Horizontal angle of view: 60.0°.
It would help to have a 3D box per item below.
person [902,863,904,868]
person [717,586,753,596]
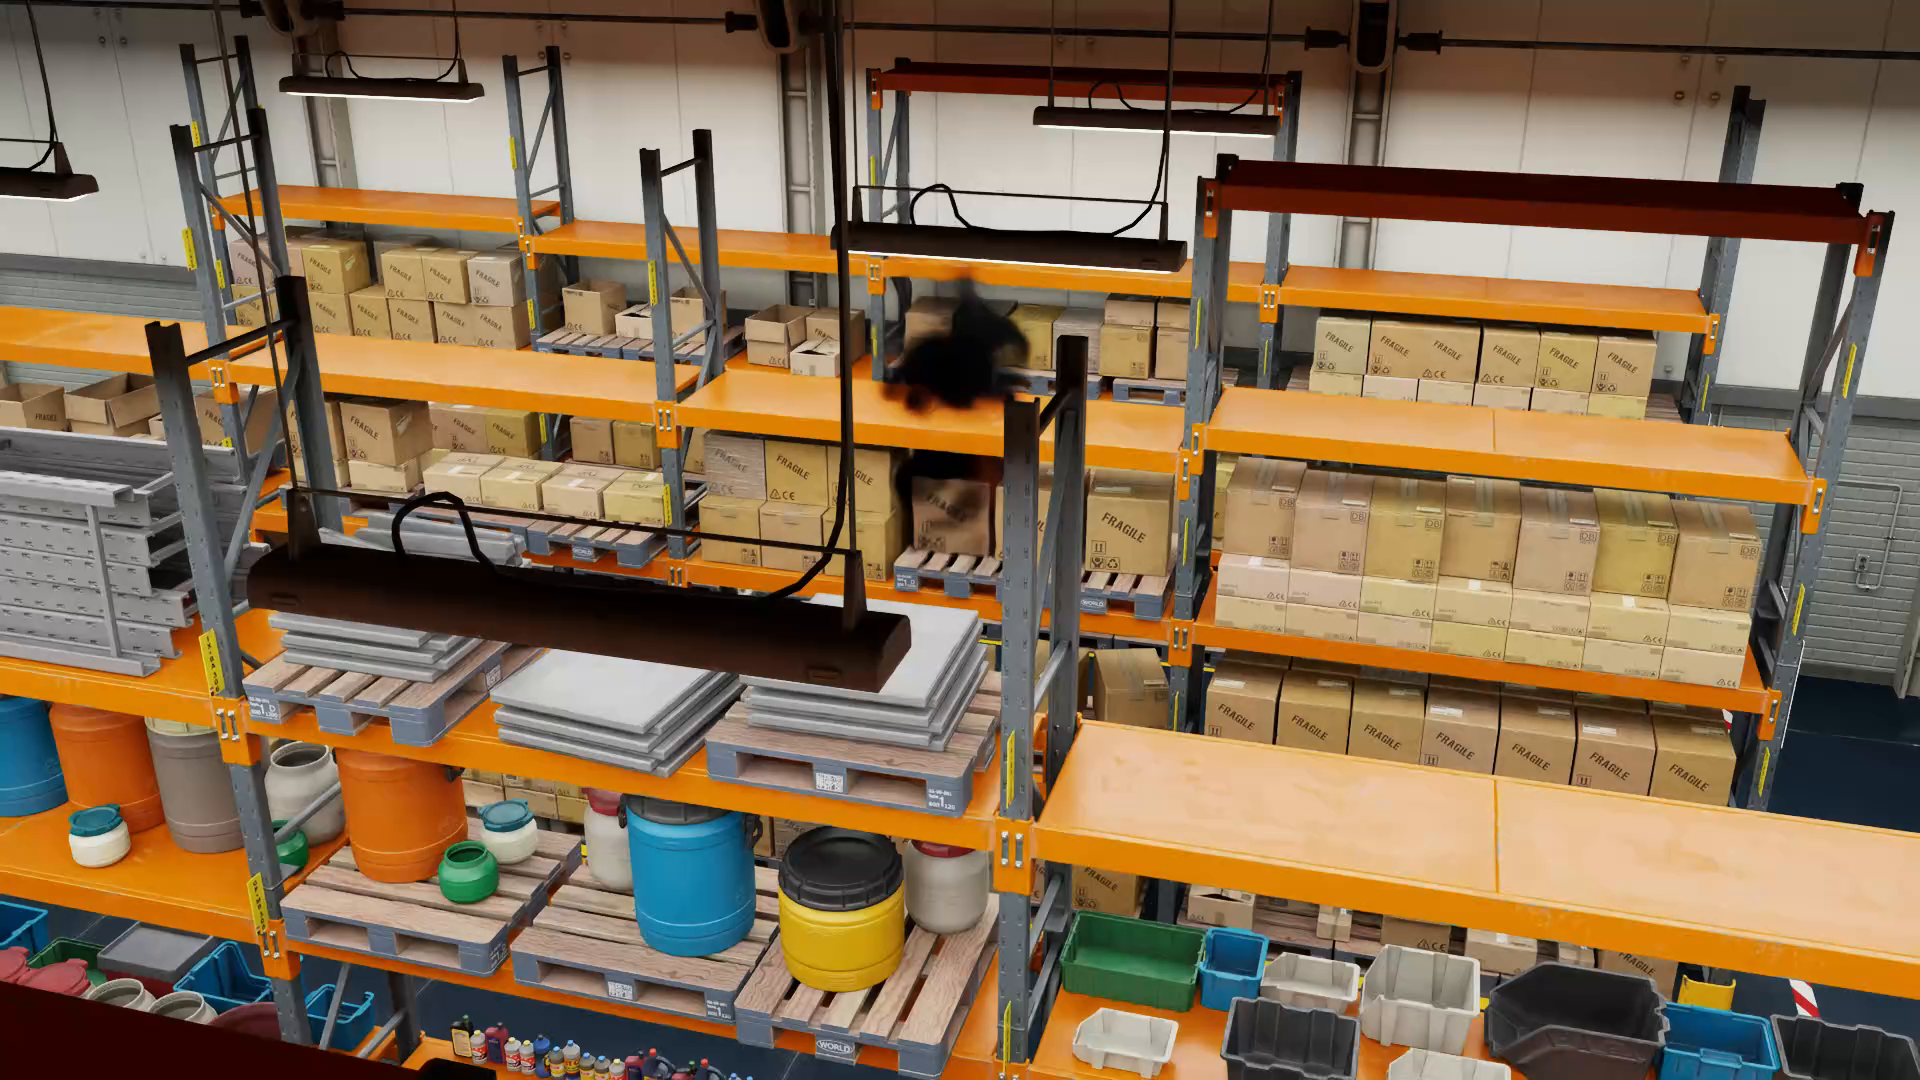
[{"bbox_3d":[-0.180,2.572,11.620,0.754,1.701,0.628,2,23,6],"label":"person"},{"bbox_3d":[-2.223,0.540,16.478,0.868,1.807,0.667,3,23,8],"label":"person"}]
